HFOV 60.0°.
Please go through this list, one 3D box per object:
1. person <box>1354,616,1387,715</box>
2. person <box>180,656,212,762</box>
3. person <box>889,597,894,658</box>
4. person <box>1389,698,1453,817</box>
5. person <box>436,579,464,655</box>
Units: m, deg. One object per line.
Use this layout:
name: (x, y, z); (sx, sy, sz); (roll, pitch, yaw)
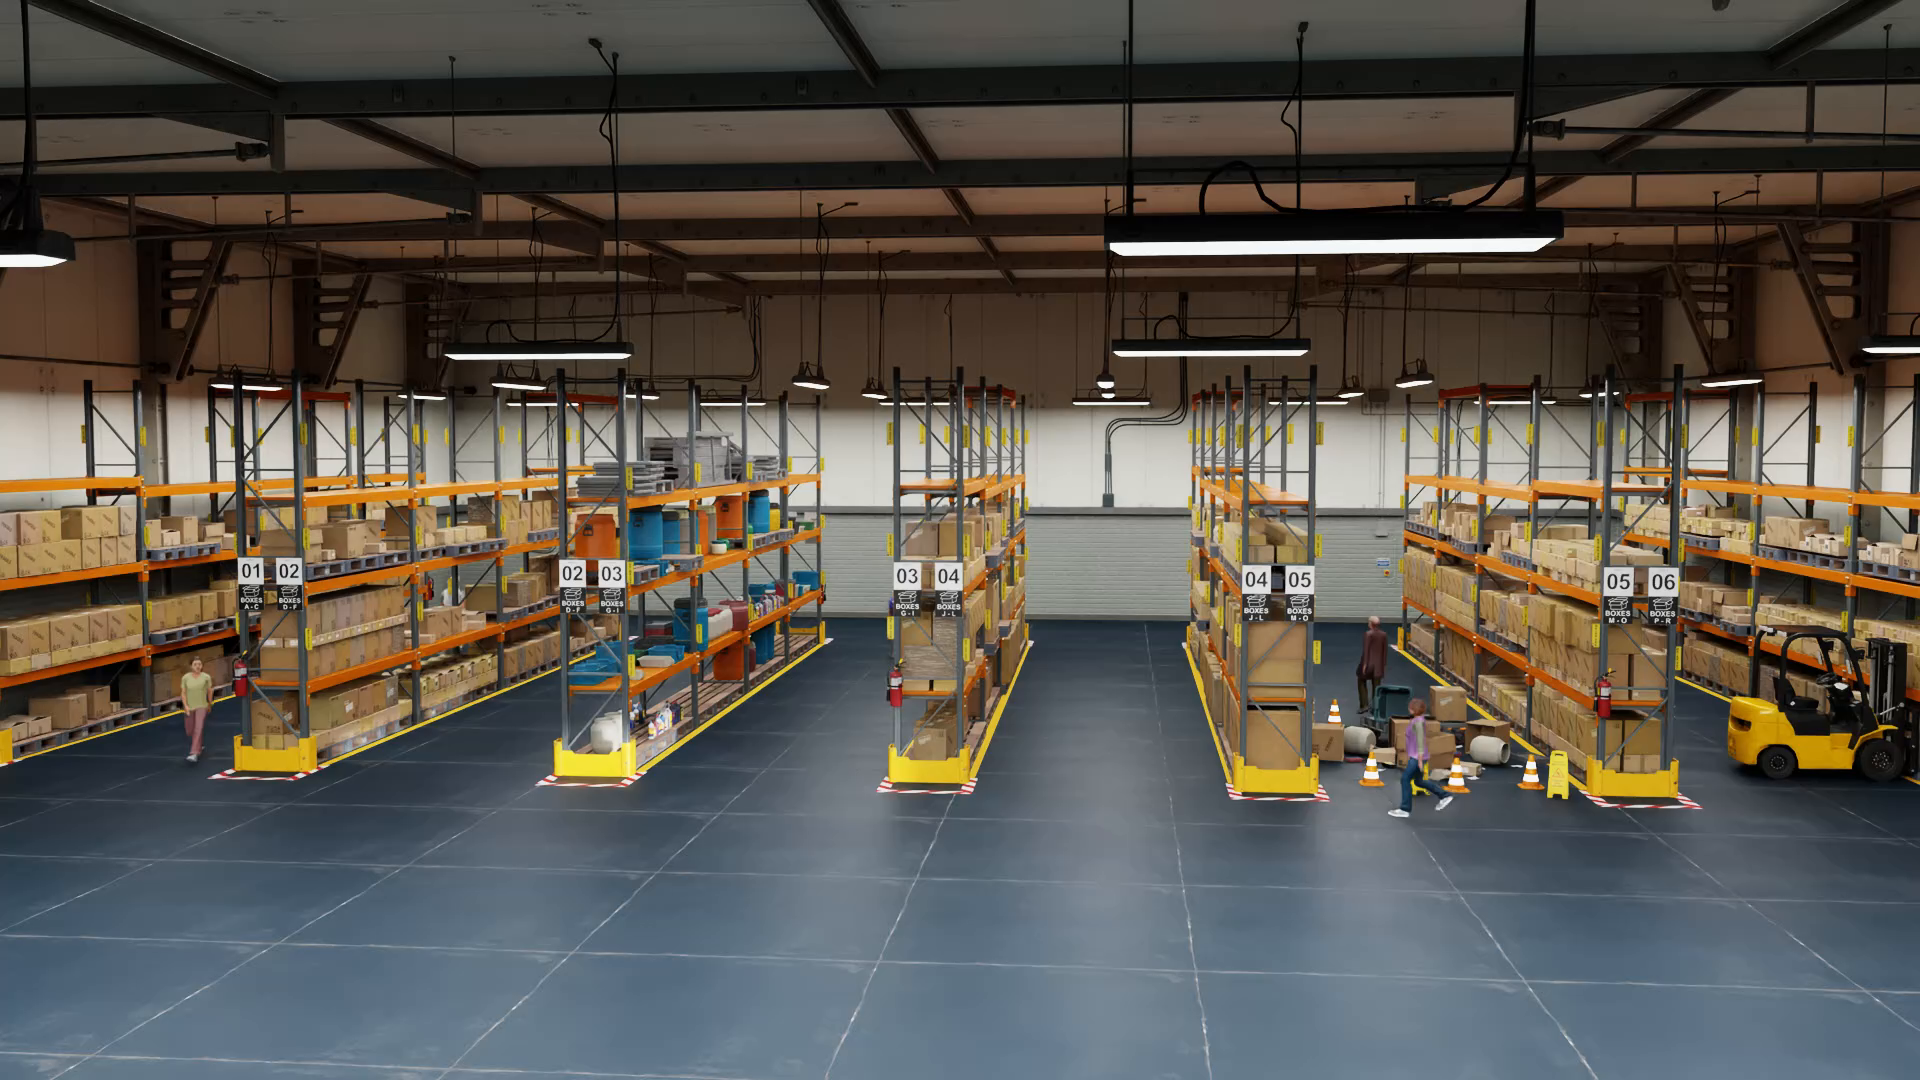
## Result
person: (7.424, 2.325, 29.823); (0.574, 1.720, 0.594); (0, 4, -4)
person: (-11.831, 2.617, 25.705); (0.424, 1.541, 1.094); (-1, 4, -12)
person: (-1.387, 1.838, 37.728); (0.455, 1.610, 0.863); (0, 4, 3)
person: (6.053, 2.851, 21.796); (0.847, 1.560, 0.416); (0, 4, 6)
person: (-11.721, 1.731, 38.197); (0.647, 1.721, 1.047); (0, 4, 0)
